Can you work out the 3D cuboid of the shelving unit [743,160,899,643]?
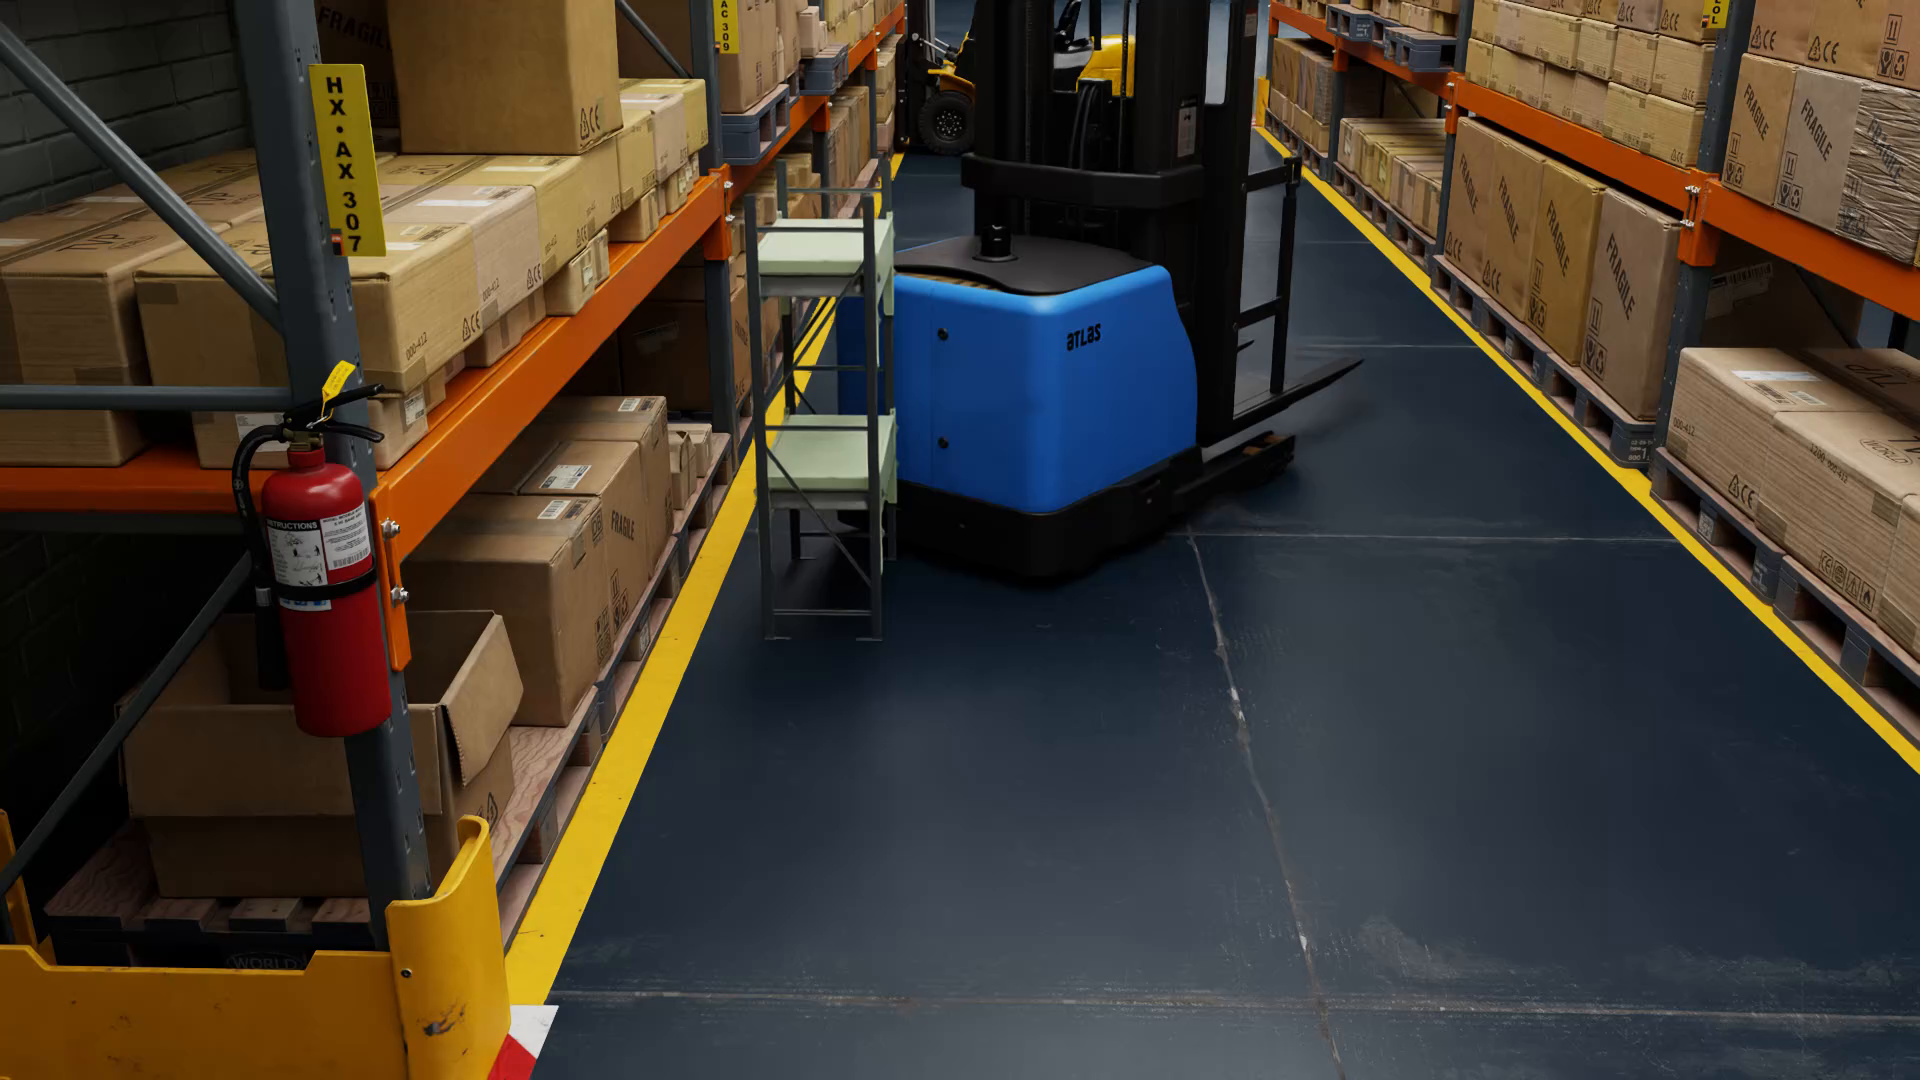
[{"bbox_3d":[-0.452,-0.490,5.718,0.431,1.500,0.755,1,21,2],"label":"shelving unit"}]

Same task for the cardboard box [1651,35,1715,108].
[{"bbox_3d":[3.256,-1.970,6.976,0.500,0.250,0.500,1,21,2],"label":"cardboard box"}]

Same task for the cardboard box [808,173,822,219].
[{"bbox_3d":[-1.152,-2.020,10.462,0.500,0.500,0.500,1,21,3],"label":"cardboard box"}]

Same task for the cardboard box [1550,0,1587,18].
[{"bbox_3d":[3.292,-2.880,8.283,0.500,0.500,0.500,1,21,2],"label":"cardboard box"}]

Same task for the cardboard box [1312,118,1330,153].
[{"bbox_3d":[3.478,-3.668,15.056,0.500,0.250,0.500,2,21,4],"label":"cardboard box"}]

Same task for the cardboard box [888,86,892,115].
[{"bbox_3d":[-0.896,-4.091,15.456,0.500,0.250,0.500,1,21,1],"label":"cardboard box"}]

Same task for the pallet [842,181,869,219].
[{"bbox_3d":[-1.250,-2.582,12.891,1.003,0.211,1.213,1,21,2],"label":"pallet"}]

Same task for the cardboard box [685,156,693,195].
[{"bbox_3d":[-1.219,-1.369,6.257,0.380,0.149,0.250,1,21,3],"label":"cardboard box"}]

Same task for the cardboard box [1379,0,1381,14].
[{"bbox_3d":[3.389,-4.044,12.572,0.380,0.149,0.250,1,21,2],"label":"cardboard box"}]

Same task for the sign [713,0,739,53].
[{"bbox_3d":[-0.933,-2.099,6.594,0.100,0.325,0.005,1,21,2],"label":"sign"}]

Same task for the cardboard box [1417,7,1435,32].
[{"bbox_3d":[3.281,-3.480,11.118,0.380,0.149,0.250,0,21,1],"label":"cardboard box"}]

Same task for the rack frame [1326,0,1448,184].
[{"bbox_3d":[3.729,-4.537,14.076,1.000,3.000,0.127,1,21,2],"label":"rack frame"}]

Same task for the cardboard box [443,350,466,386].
[{"bbox_3d":[-1.379,-0.438,3.860,0.380,0.149,0.250,0,21,1],"label":"cardboard box"}]

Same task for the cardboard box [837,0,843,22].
[{"bbox_3d":[-1.080,-3.646,11.296,0.500,0.250,0.500,1,21,3],"label":"cardboard box"}]

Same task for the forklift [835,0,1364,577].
[{"bbox_3d":[0.813,-1.701,6.860,1.130,2.935,3.031,16,26,35],"label":"forklift"}]

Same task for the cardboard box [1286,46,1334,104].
[{"bbox_3d":[3.514,-4.580,16.369,0.500,0.500,0.500,1,21,3],"label":"cardboard box"}]

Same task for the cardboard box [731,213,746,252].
[{"bbox_3d":[-1.232,-1.541,8.332,0.380,0.149,0.250,1,21,1],"label":"cardboard box"}]

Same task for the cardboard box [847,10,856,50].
[{"bbox_3d":[-1.050,-3.788,12.352,0.500,0.250,0.500,1,21,3],"label":"cardboard box"}]

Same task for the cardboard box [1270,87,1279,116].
[{"bbox_3d":[3.550,-4.609,17.481,0.500,0.250,0.500,0,21,1],"label":"cardboard box"}]

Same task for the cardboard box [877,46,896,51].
[{"bbox_3d":[-0.851,-4.697,16.325,0.500,0.250,0.500,0,21,1],"label":"cardboard box"}]

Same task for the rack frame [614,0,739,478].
[{"bbox_3d":[-1.476,-1.698,6.759,1.000,3.000,0.127,1,21,2],"label":"rack frame"}]

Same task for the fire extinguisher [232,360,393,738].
[{"bbox_3d":[-1.140,0.016,2.963,0.296,0.674,0.183,1,21,2],"label":"fire extinguisher"}]

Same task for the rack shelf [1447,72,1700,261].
[{"bbox_3d":[3.546,-2.033,8.615,1.077,0.370,4.000,1,21,2],"label":"rack shelf"}]

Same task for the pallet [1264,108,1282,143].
[{"bbox_3d":[3.788,-4.363,17.481,1.003,0.211,1.213,1,21,2],"label":"pallet"}]

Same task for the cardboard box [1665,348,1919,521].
[{"bbox_3d":[3.359,-0.420,6.427,0.875,0.438,0.875,0,21,1],"label":"cardboard box"}]

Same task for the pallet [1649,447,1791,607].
[{"bbox_3d":[3.384,-0.071,6.420,1.003,0.211,1.213,1,21,2],"label":"pallet"}]

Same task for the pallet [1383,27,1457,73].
[{"bbox_3d":[3.522,-3.261,11.051,1.213,0.211,1.003,1,21,2],"label":"pallet"}]

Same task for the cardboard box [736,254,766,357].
[{"bbox_3d":[-1.230,-1.094,8.076,0.500,0.500,0.500,0,21,1],"label":"cardboard box"}]

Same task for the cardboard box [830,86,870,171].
[{"bbox_3d":[-1.237,-3.491,14.081,0.875,0.625,0.625,2,21,4],"label":"cardboard box"}]

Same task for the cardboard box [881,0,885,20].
[{"bbox_3d":[-0.959,-4.983,15.087,0.500,0.500,0.500,1,21,3],"label":"cardboard box"}]

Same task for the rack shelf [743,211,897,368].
[{"bbox_3d":[-0.452,-0.854,5.577,0.431,0.370,0.720,1,21,2],"label":"rack shelf"}]

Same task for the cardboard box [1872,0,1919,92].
[{"bbox_3d":[3.180,-1.620,5.038,0.500,0.500,0.500,1,21,3],"label":"cardboard box"}]

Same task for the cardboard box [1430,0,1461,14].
[{"bbox_3d":[3.343,-3.640,10.633,0.500,0.500,0.500,0,21,0],"label":"cardboard box"}]

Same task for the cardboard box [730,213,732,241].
[{"bbox_3d":[-1.239,-1.391,7.534,0.380,0.149,0.250,0,21,-1],"label":"cardboard box"}]

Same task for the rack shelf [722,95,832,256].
[{"bbox_3d":[-1.415,-2.086,8.753,1.077,0.370,4.000,1,21,2],"label":"rack shelf"}]

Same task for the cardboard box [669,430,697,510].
[{"bbox_3d":[-1.210,-0.286,6.317,0.396,0.266,0.258,1,21,4],"label":"cardboard box"}]

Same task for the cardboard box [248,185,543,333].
[{"bbox_3d":[-1.299,-0.664,3.890,0.500,0.250,0.500,1,21,2],"label":"cardboard box"}]

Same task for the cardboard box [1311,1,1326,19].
[{"bbox_3d":[3.462,-4.907,15.377,0.380,0.149,0.250,0,21,1],"label":"cardboard box"}]

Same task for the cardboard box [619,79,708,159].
[{"bbox_3d":[-1.248,-1.580,6.251,0.500,0.250,0.500,1,21,3],"label":"cardboard box"}]

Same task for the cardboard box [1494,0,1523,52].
[{"bbox_3d":[3.328,-2.887,9.339,0.500,0.250,0.500,1,21,3],"label":"cardboard box"}]

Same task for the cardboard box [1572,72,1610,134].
[{"bbox_3d":[3.298,-2.106,8.018,0.500,0.250,0.500,0,21,0],"label":"cardboard box"}]

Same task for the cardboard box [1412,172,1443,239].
[{"bbox_3d":[3.634,-2.266,11.274,0.950,0.372,0.625,-1,21,-2],"label":"cardboard box"}]

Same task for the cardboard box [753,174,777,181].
[{"bbox_3d":[-1.199,-2.007,9.534,0.380,0.149,0.250,1,21,3],"label":"cardboard box"}]

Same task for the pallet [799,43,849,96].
[{"bbox_3d":[-1.305,-2.809,9.887,1.213,0.211,1.003,1,21,2],"label":"pallet"}]

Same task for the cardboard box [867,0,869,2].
[{"bbox_3d":[-0.992,-4.573,13.685,0.500,0.250,0.500,0,21,0],"label":"cardboard box"}]

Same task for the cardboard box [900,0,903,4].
[{"bbox_3d":[-0.863,-5.903,17.457,0.500,0.500,0.500,0,21,0],"label":"cardboard box"}]

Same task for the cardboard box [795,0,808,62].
[{"bbox_3d":[-1.219,-2.796,8.865,0.797,0.503,0.637,0,21,0],"label":"cardboard box"}]
